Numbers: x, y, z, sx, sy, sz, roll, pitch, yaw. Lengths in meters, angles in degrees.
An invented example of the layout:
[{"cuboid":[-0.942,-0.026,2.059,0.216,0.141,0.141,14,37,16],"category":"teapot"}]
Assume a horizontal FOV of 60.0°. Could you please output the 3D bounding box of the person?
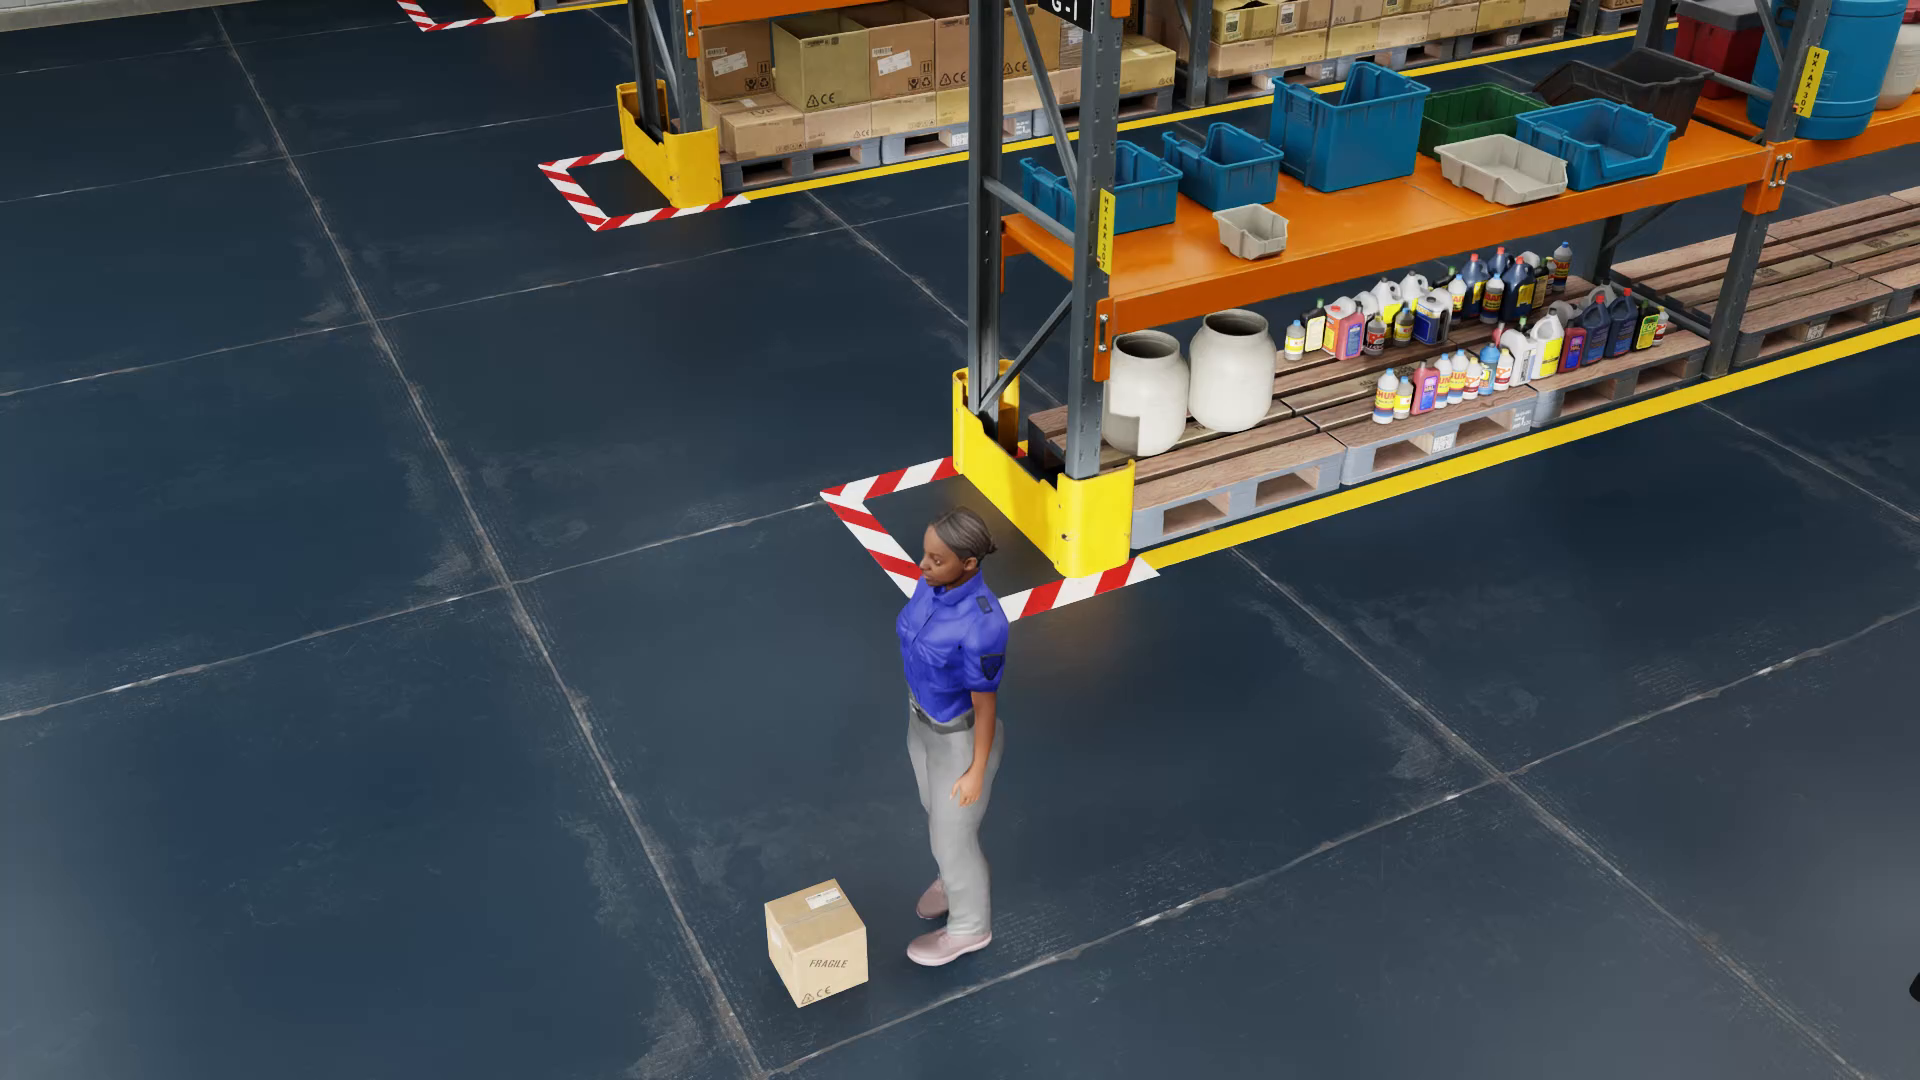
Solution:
[{"cuboid":[-0.036,0.622,5.214,0.387,1.678,0.441,-15,36,-21],"category":"person"}]
